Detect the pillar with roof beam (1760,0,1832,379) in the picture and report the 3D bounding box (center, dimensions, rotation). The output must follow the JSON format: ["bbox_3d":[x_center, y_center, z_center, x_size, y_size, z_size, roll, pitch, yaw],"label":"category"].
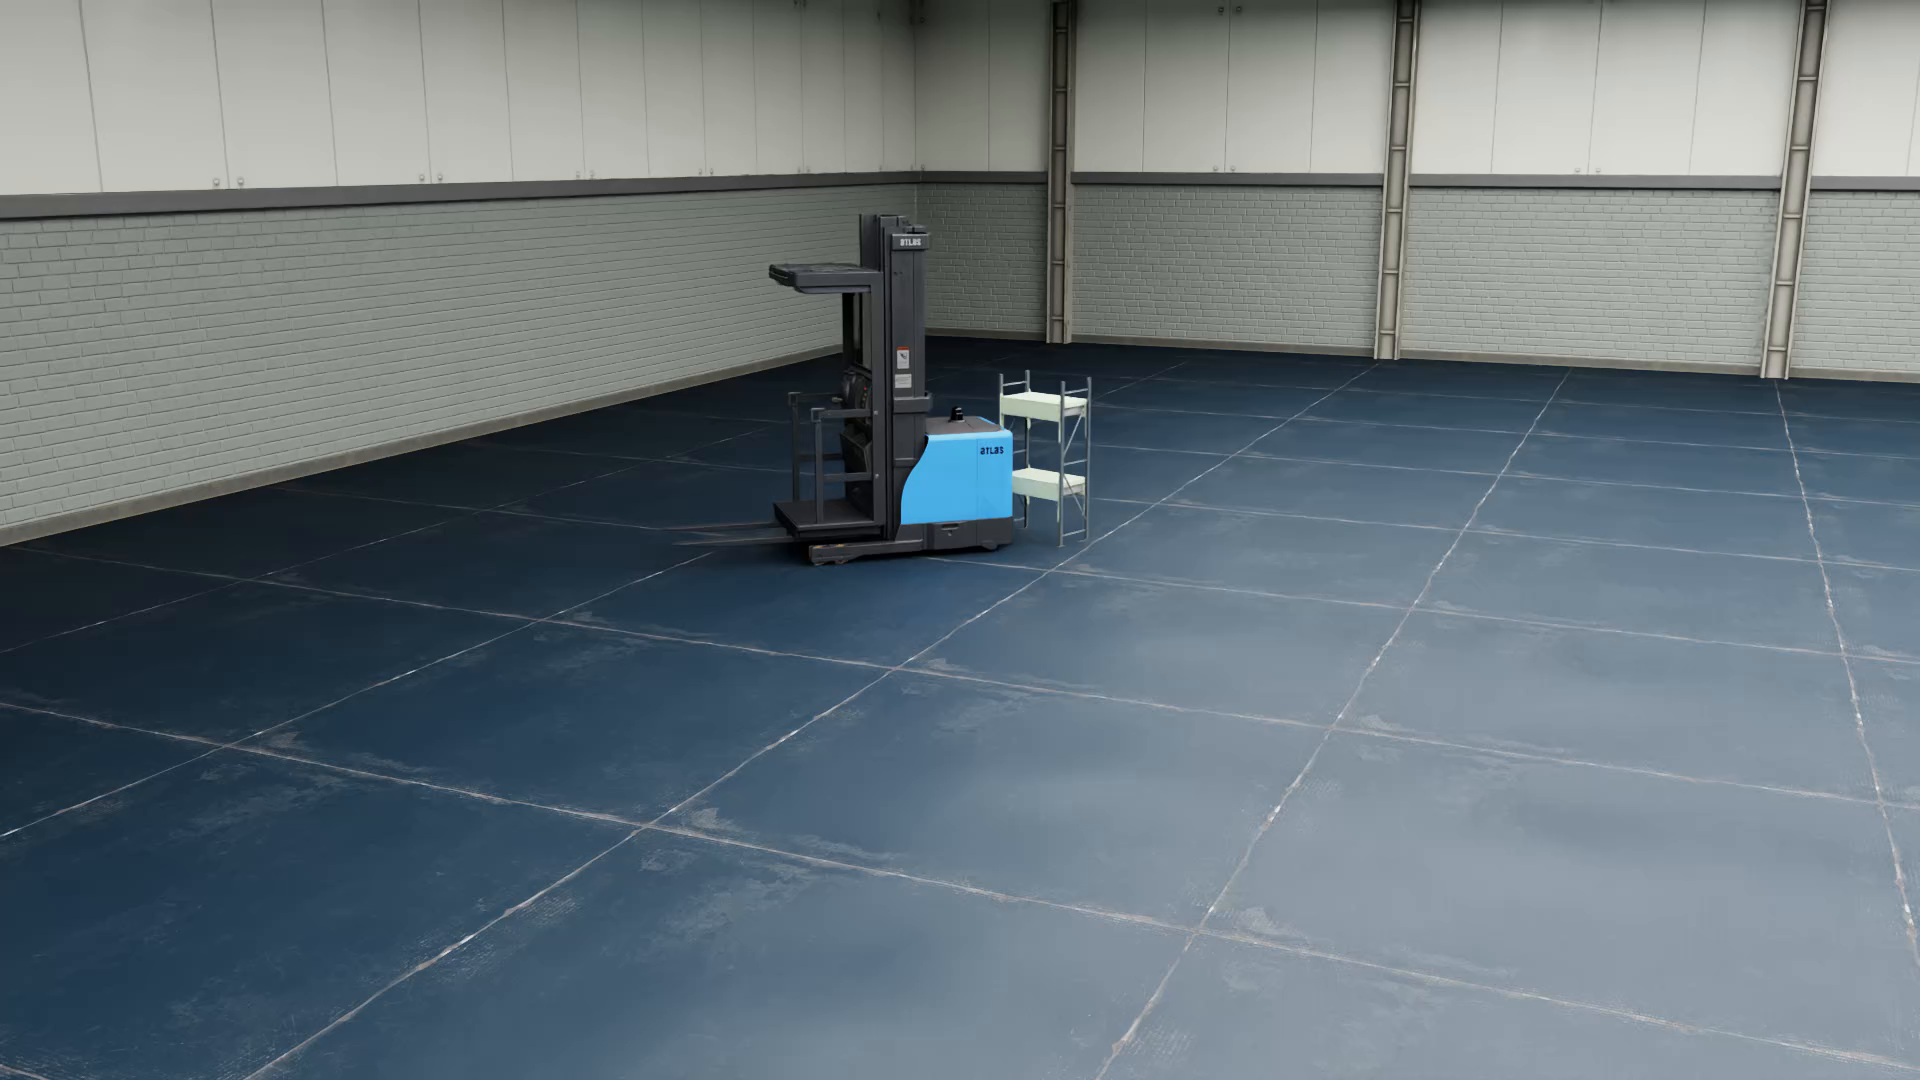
[{"bbox_3d":[11.067,-6.045,21.313,0.400,9.000,9.100,6,14,23],"label":"pillar with roof beam"}]

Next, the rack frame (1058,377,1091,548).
[{"bbox_3d":[1.029,-0.693,14.919,0.023,1.500,0.400,12,18,42],"label":"rack frame"}]

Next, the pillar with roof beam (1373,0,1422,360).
[{"bbox_3d":[5.582,-6.600,23.679,0.400,9.000,9.100,6,14,23],"label":"pillar with roof beam"}]

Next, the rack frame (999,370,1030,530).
[{"bbox_3d":[0.498,-0.808,15.410,0.023,1.500,0.400,12,18,42],"label":"rack frame"}]

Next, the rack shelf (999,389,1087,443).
[{"bbox_3d":[0.764,-1.130,15.076,0.720,0.370,0.431,12,18,42],"label":"rack shelf"}]

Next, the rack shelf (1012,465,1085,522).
[{"bbox_3d":[0.764,-0.433,15.239,0.720,0.370,0.431,12,18,42],"label":"rack shelf"}]

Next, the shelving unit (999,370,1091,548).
[{"bbox_3d":[0.764,-0.750,15.165,0.755,1.500,0.431,12,18,42],"label":"shelving unit"}]

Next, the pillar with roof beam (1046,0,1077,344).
[{"bbox_3d":[0.096,-7.155,26.045,0.548,9.000,9.100,6,14,23],"label":"pillar with roof beam"}]

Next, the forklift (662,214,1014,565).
[{"bbox_3d":[-1.096,-1.343,14.558,3.031,2.935,1.130,-4,14,-17],"label":"forklift"}]
